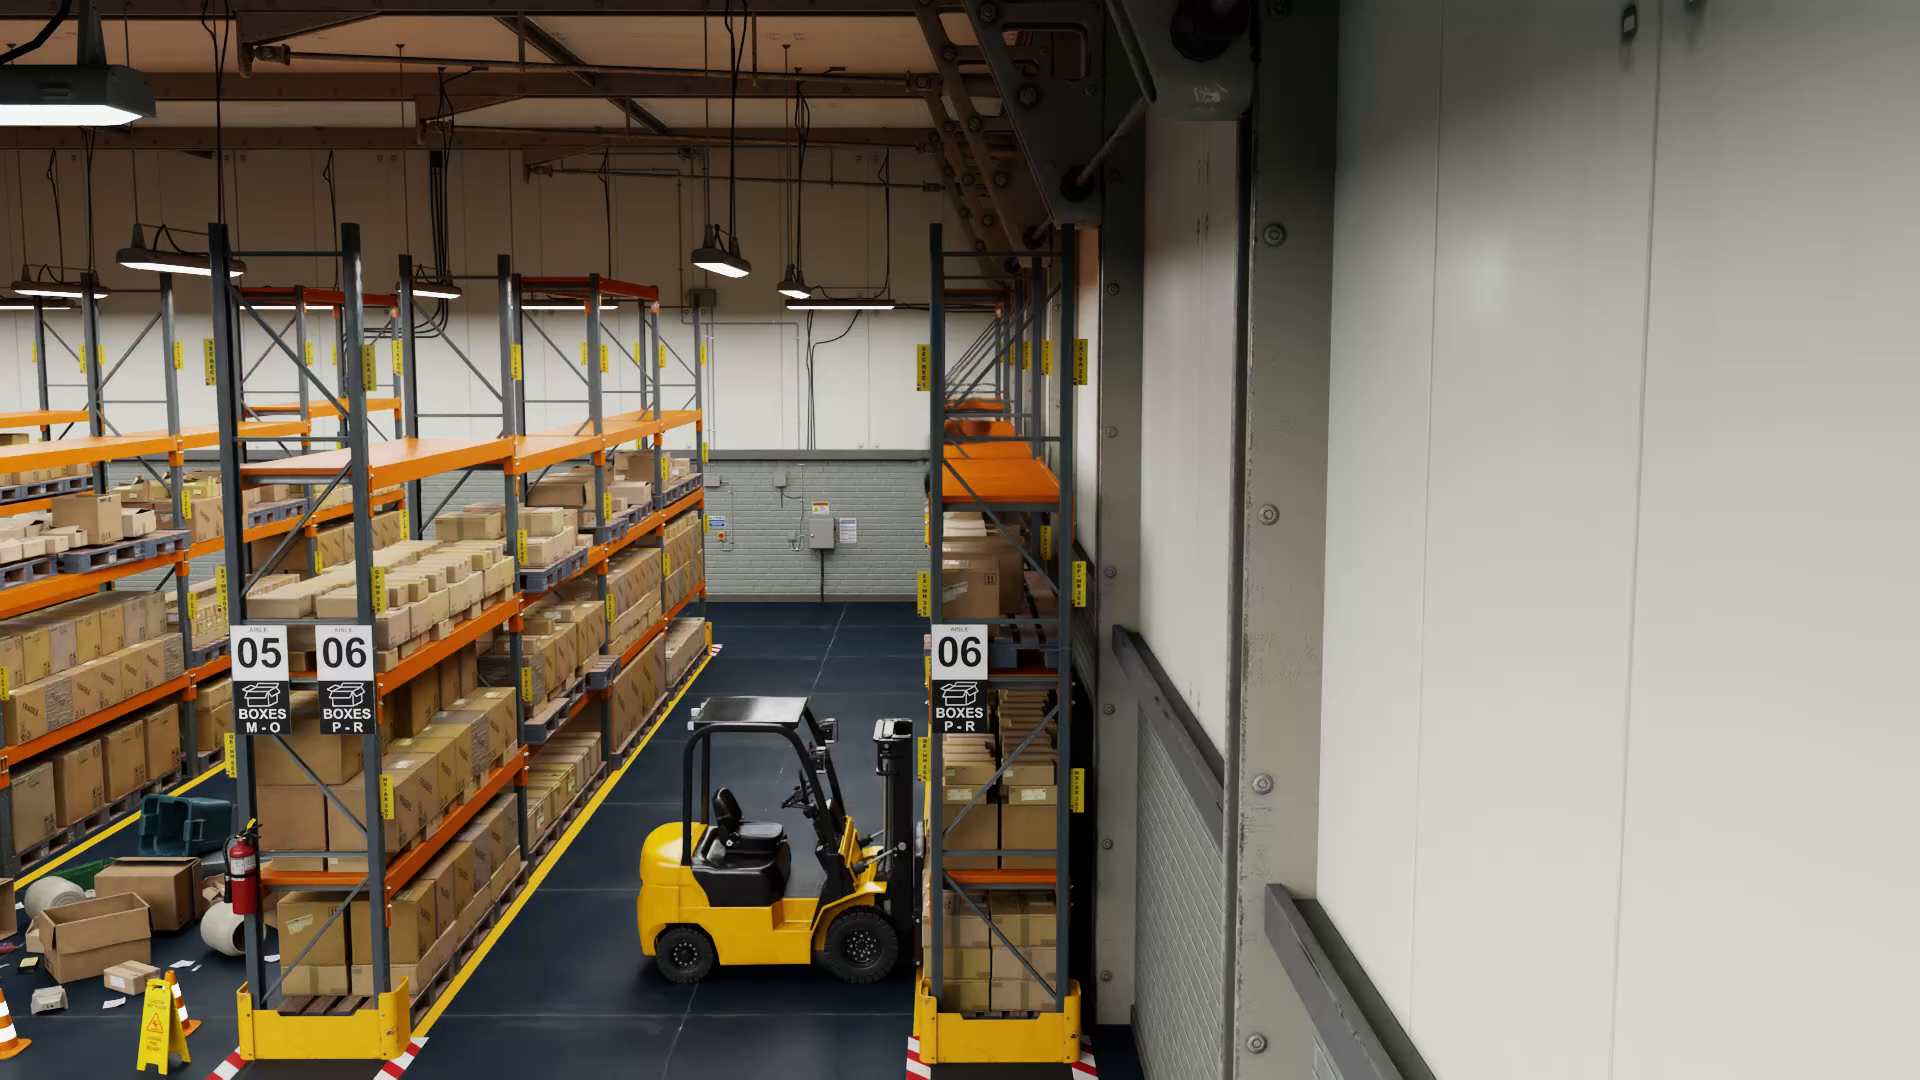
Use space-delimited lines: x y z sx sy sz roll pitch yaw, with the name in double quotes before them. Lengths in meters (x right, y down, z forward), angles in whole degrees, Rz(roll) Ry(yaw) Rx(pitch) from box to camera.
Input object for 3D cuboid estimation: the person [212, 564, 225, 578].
"person" -11.559 1.245 26.128 0.682 1.782 1.015 1 7 6
